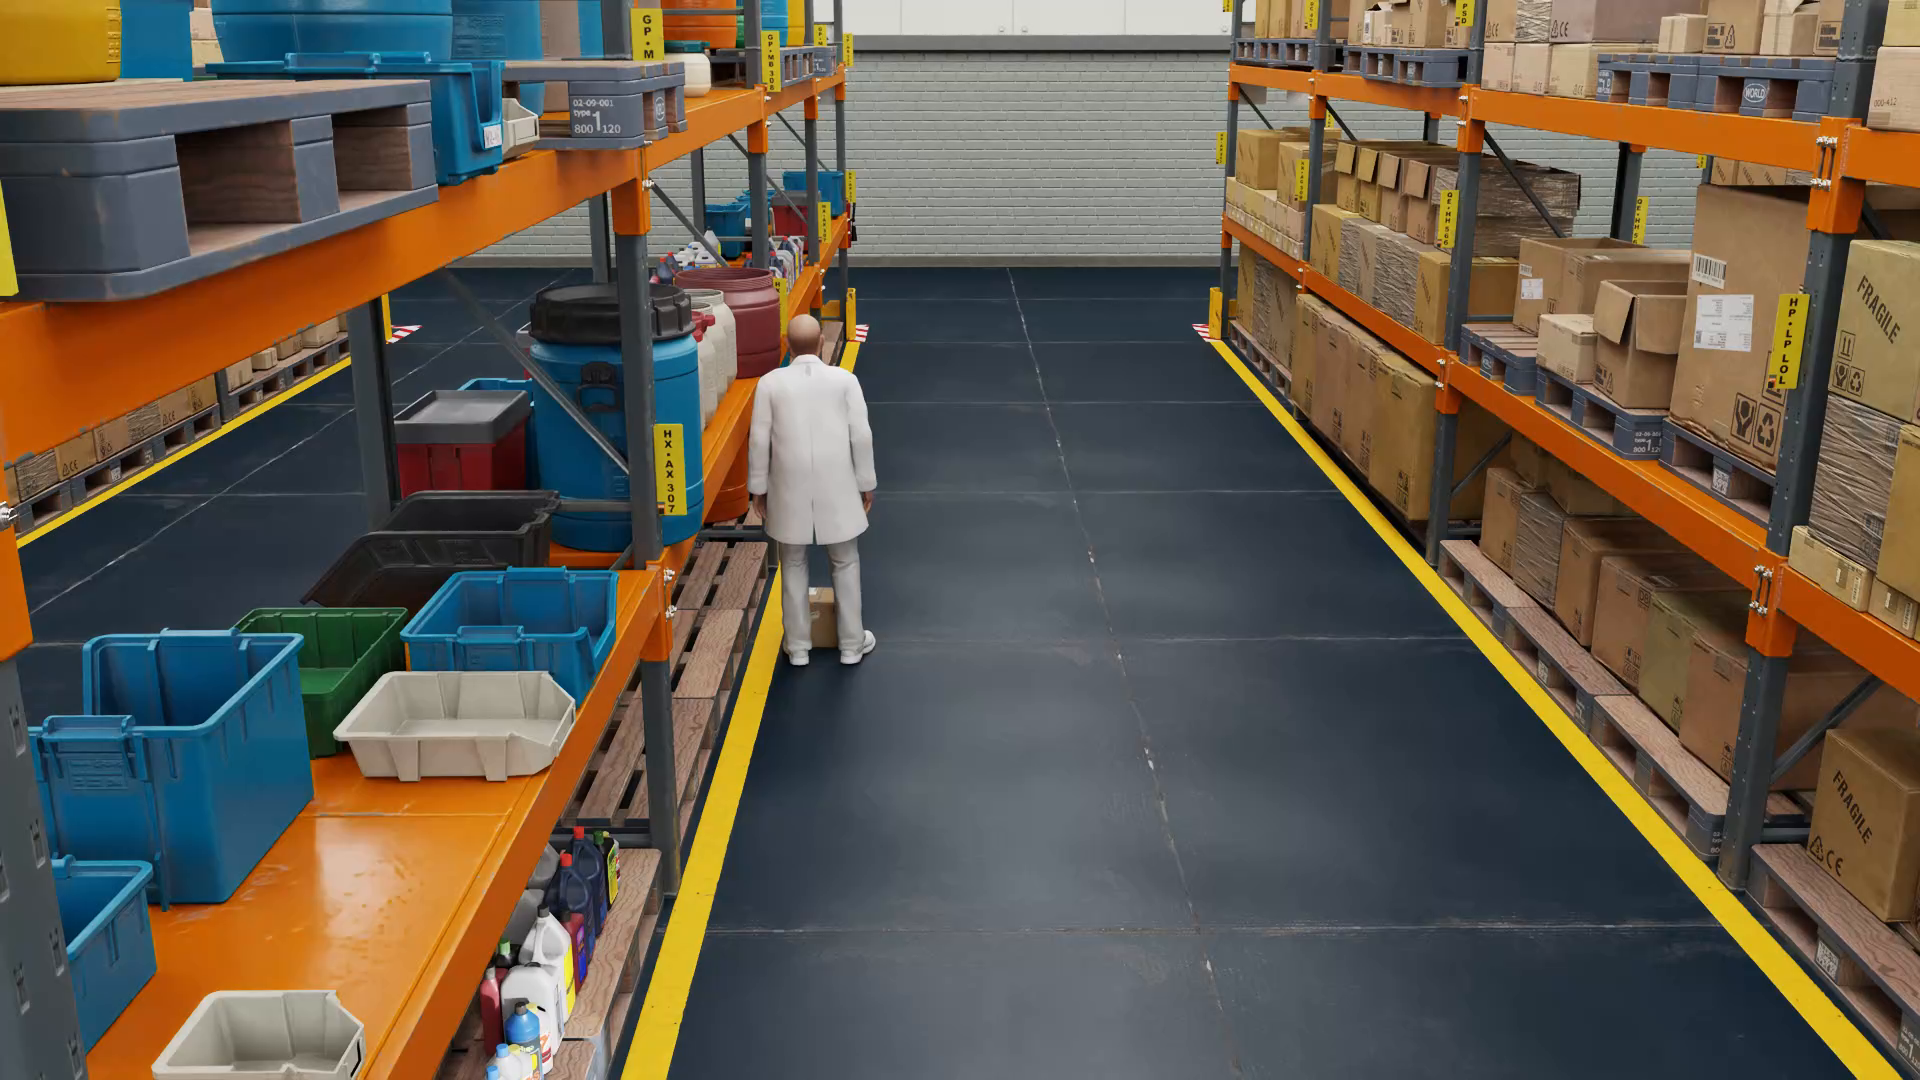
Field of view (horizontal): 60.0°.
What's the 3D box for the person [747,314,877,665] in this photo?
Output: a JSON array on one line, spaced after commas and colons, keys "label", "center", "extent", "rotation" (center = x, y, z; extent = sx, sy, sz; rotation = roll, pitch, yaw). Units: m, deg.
[{"label": "person", "center": [-0.746, -0.247, 8.383], "extent": [0.654, 1.774, 0.421], "rotation": [-1, 17, -4]}]
